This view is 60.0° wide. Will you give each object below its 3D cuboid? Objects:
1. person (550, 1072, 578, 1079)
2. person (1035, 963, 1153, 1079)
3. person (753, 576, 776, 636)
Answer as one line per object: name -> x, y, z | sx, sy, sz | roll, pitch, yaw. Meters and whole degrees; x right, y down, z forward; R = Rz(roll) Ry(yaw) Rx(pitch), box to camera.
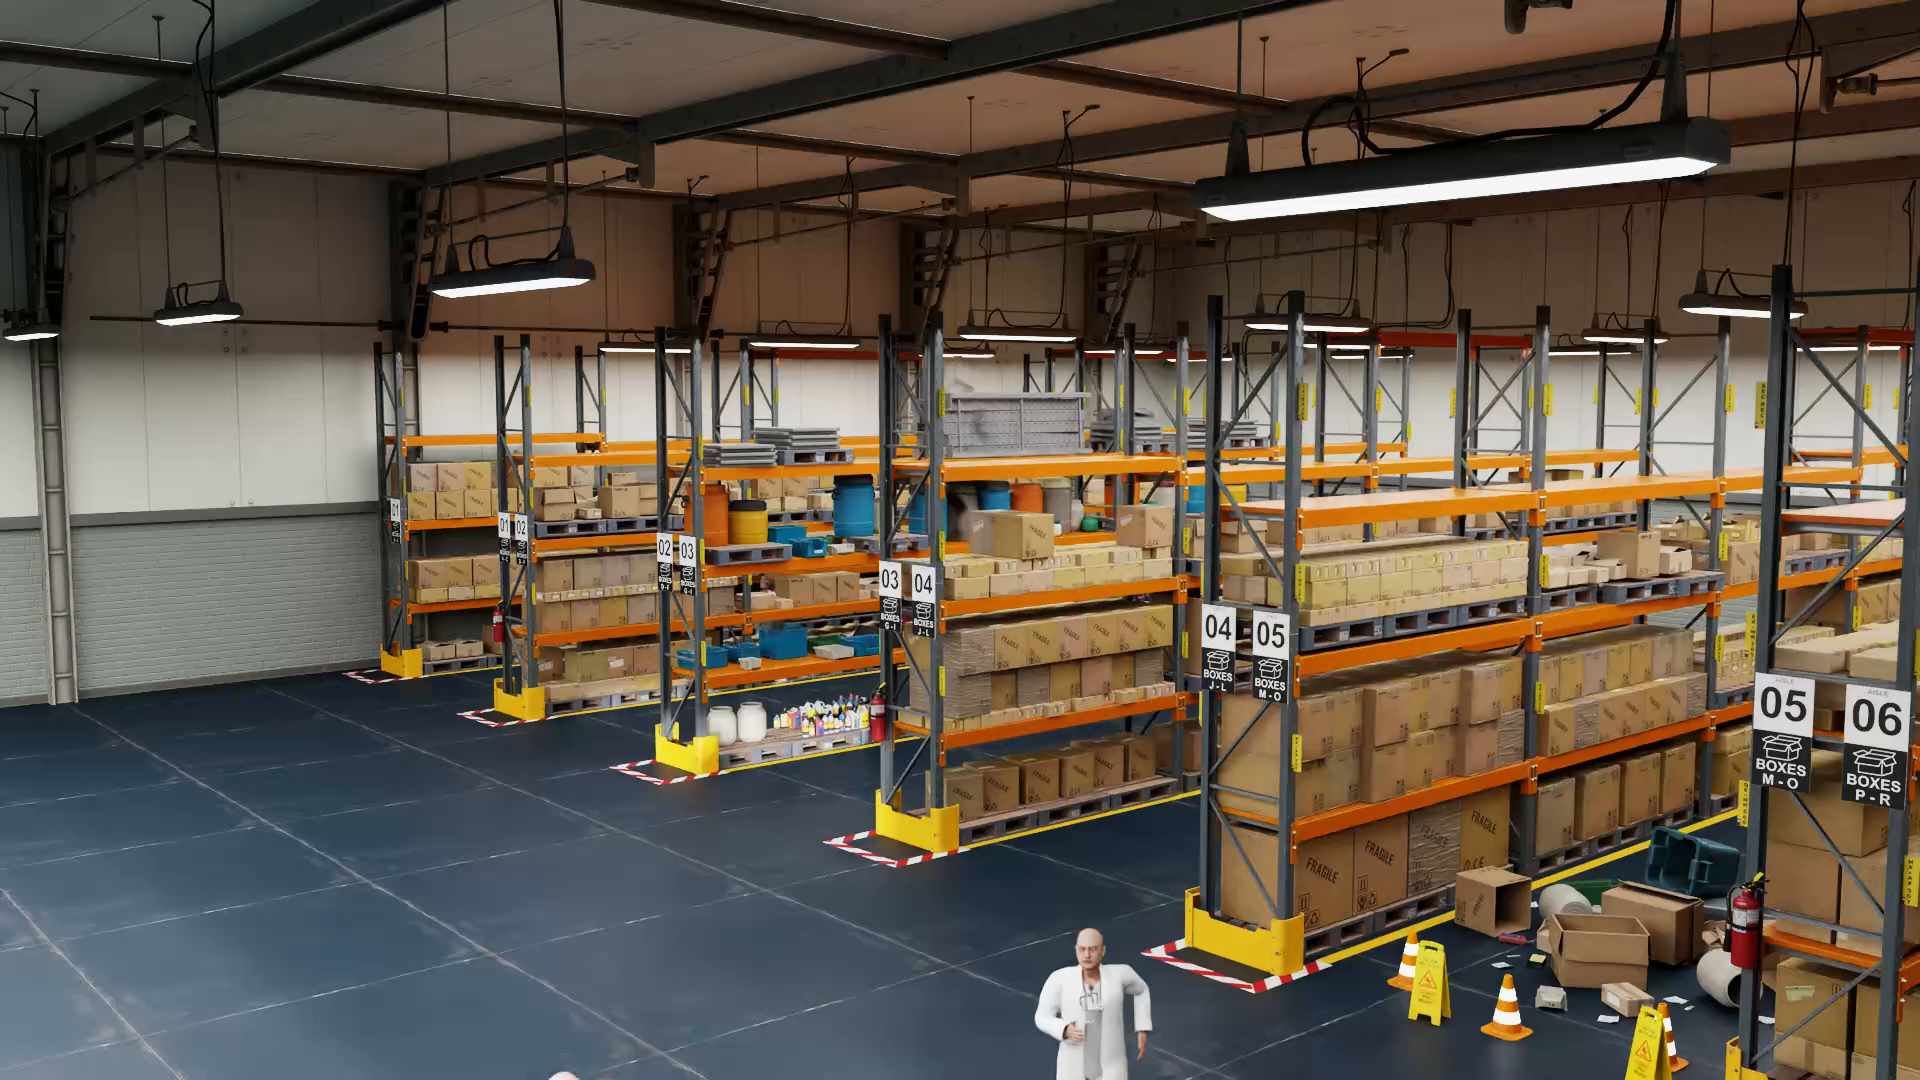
person -> -1.946, 3.466, 8.184 | 0.703, 1.690, 0.690 | -1, 5, -12
person -> 0.839, 3.104, 10.441 | 0.731, 0.929, 0.610 | 1, 5, 8
person -> -3.681, 1.459, 31.327 | 0.526, 1.585, 0.614 | -5, 7, -45
